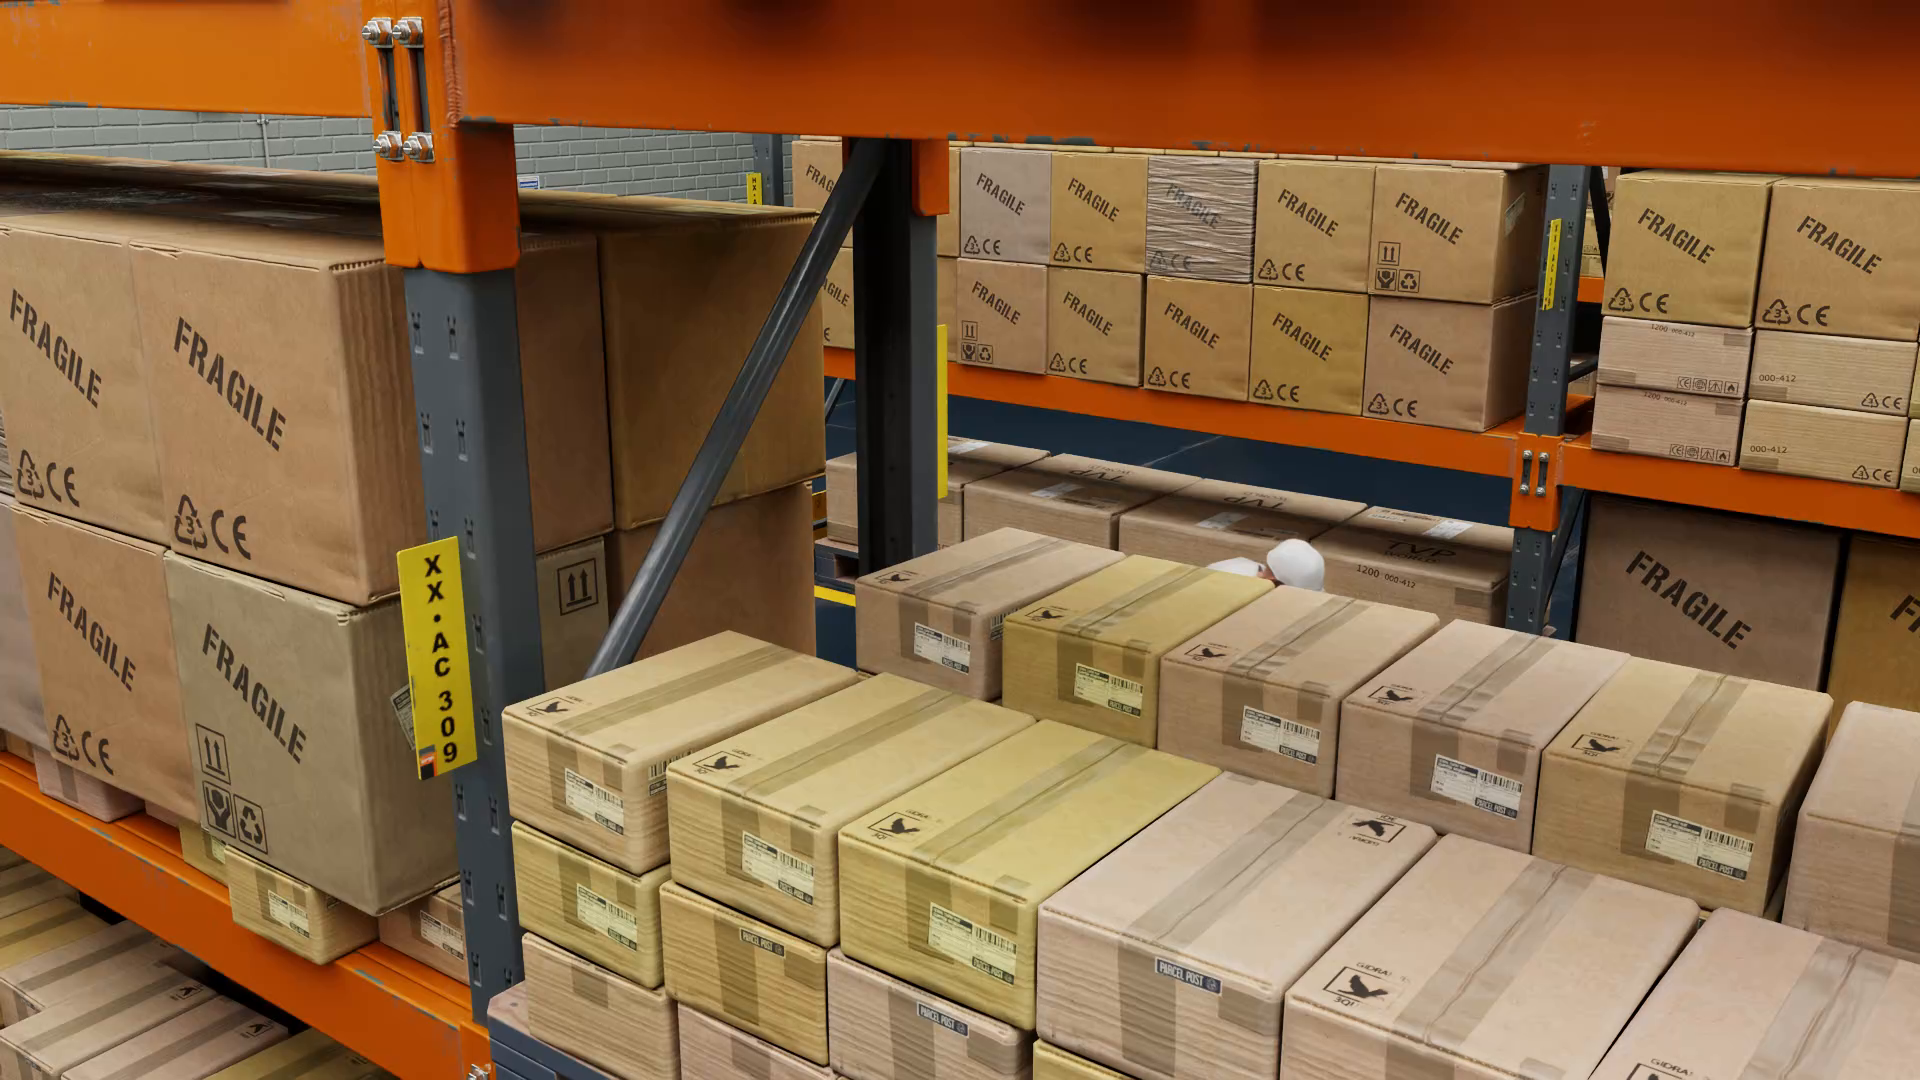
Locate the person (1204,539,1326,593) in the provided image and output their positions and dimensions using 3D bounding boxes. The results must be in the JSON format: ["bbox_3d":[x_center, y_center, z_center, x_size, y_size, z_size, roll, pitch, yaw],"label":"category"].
[{"bbox_3d":[1.000,0.449,6.378,0.877,1.002,0.547,11,20,34],"label":"person"}]
